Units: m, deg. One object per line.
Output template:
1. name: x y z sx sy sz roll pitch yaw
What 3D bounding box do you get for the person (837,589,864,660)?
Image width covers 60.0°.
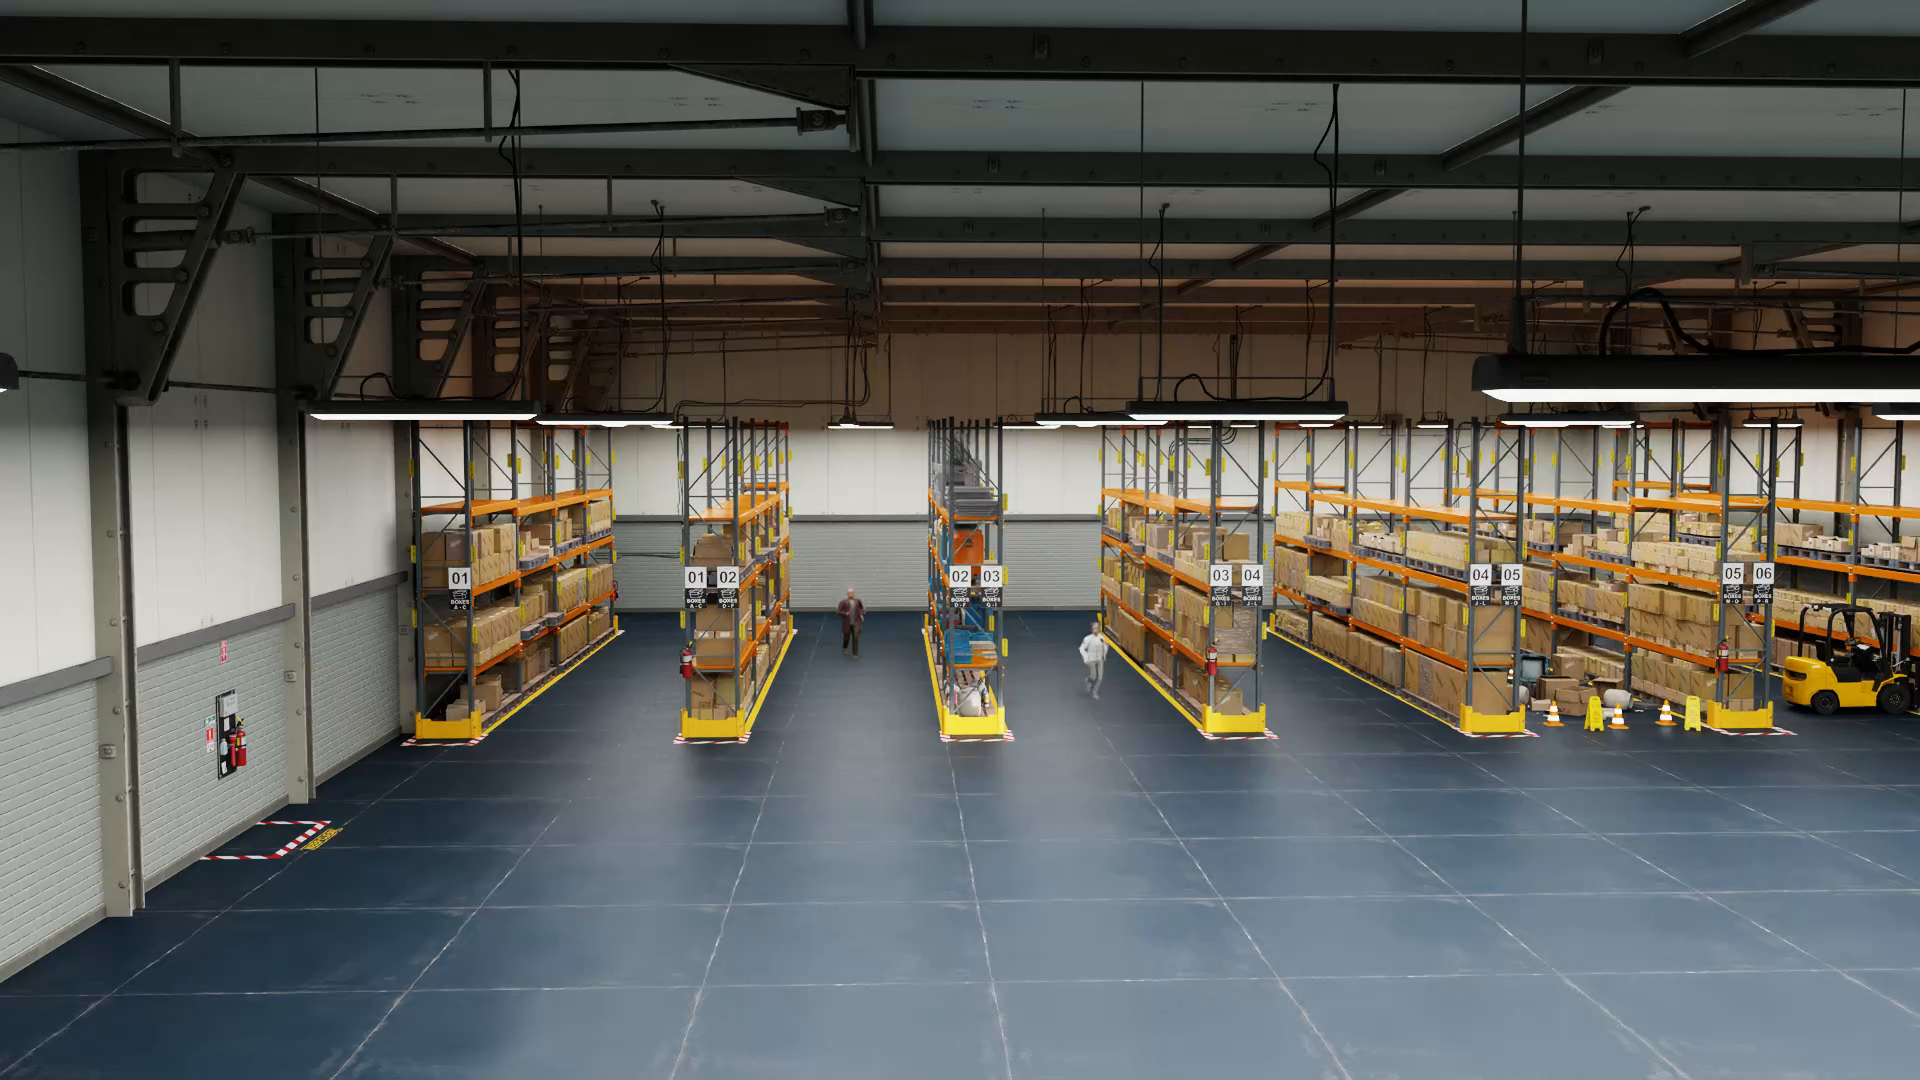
1. person: -2.738 2.103 41.844 0.716 1.755 1.011 -1 4 -14

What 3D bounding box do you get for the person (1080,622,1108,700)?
1. person: 2.897 2.581 35.656 0.616 1.660 0.554 -1 4 -14
